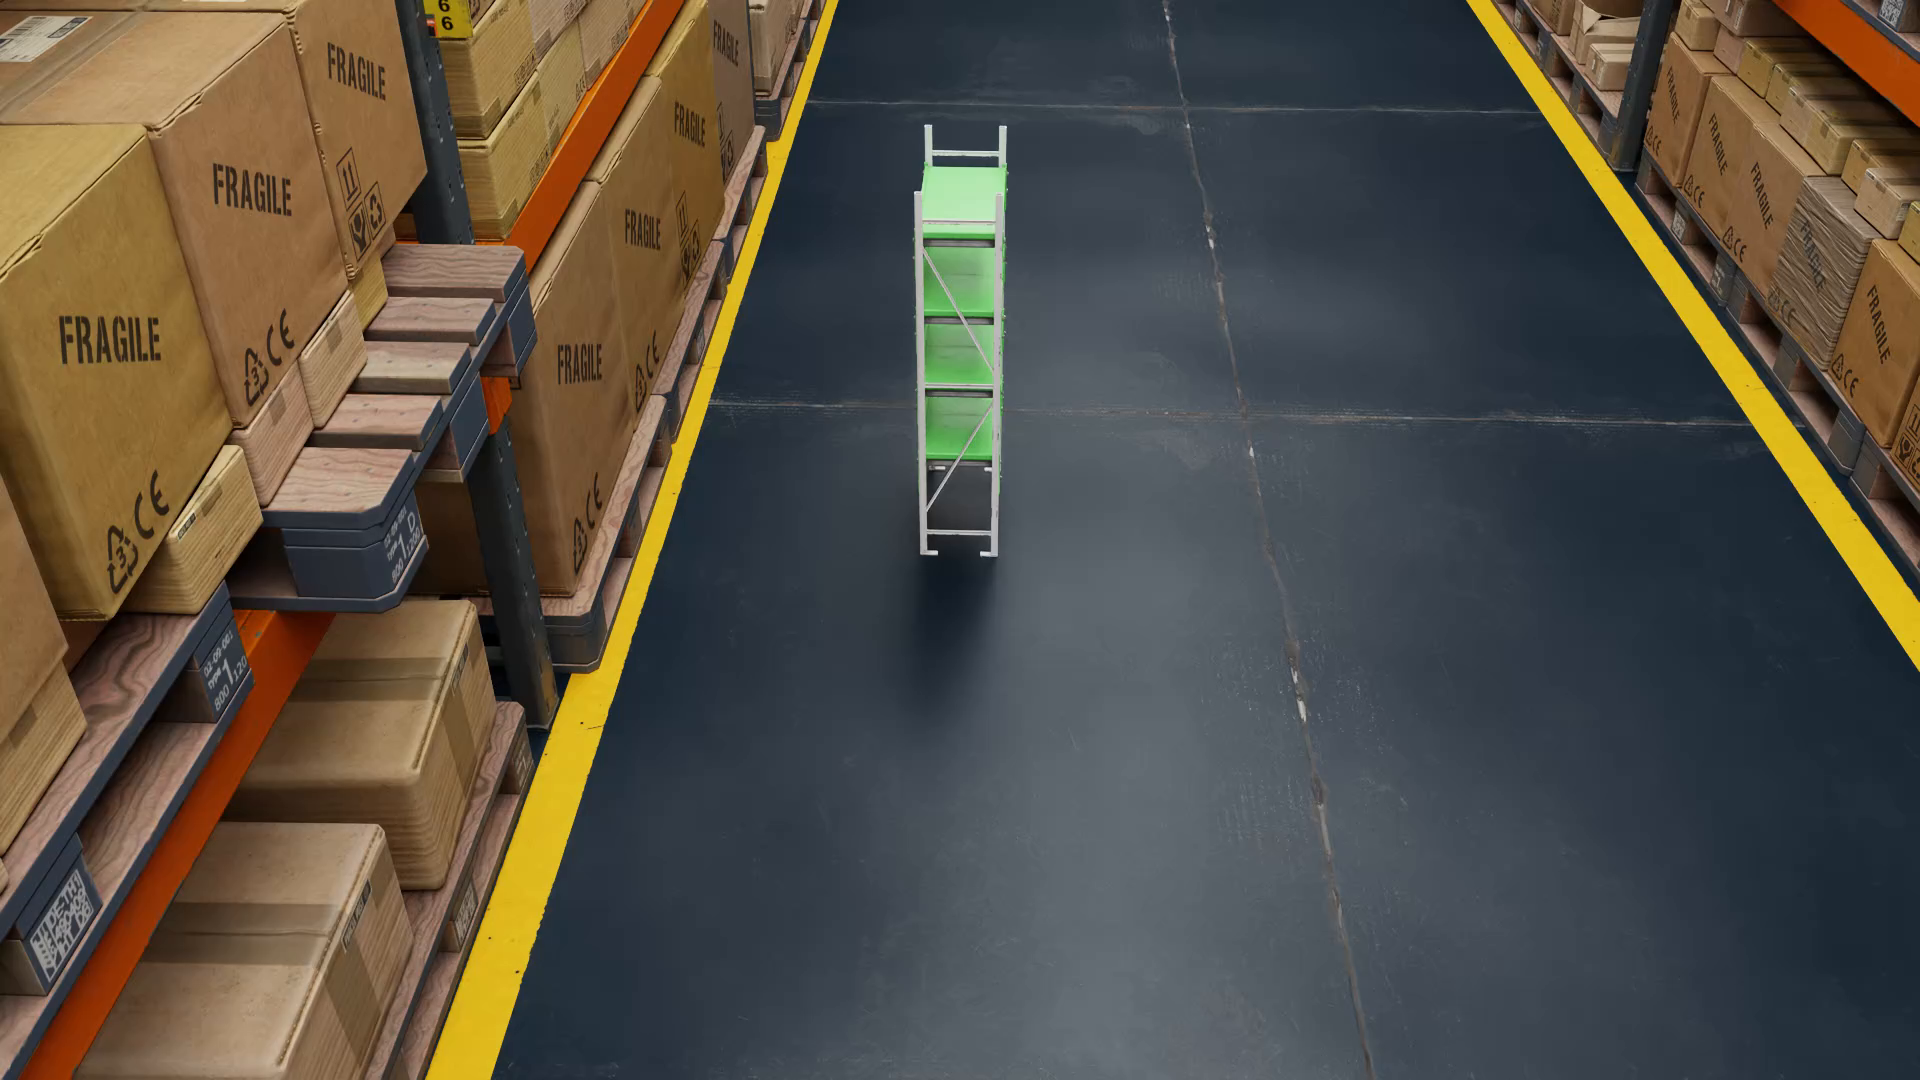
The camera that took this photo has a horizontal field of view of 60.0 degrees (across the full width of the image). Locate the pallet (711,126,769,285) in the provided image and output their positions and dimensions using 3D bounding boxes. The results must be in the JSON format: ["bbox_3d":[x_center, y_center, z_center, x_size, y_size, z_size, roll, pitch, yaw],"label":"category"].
[{"bbox_3d":[-1.406,-1.465,7.151,1.003,0.211,1.213,1,35,2],"label":"pallet"}]

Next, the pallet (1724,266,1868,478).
[{"bbox_3d":[3.468,-0.627,5.958,1.003,0.211,1.213,1,35,2],"label":"pallet"}]

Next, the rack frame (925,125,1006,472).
[{"bbox_3d":[0.016,-0.726,5.240,0.240,1.200,0.015,1,35,2],"label":"rack frame"}]

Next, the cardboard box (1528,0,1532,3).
[{"bbox_3d":[3.356,-3.245,9.067,0.500,0.500,0.500,2,35,3],"label":"cardboard box"}]

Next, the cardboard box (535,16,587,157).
[{"bbox_3d":[-1.337,-1.263,4.568,0.500,0.250,0.500,0,35,1],"label":"cardboard box"}]

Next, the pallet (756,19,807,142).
[{"bbox_3d":[-1.342,-2.345,8.404,1.003,0.211,1.213,1,35,2],"label":"pallet"}]

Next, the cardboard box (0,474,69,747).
[{"bbox_3d":[-1.404,0.081,1.815,0.500,0.500,0.500,0,35,0],"label":"cardboard box"}]

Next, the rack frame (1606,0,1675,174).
[{"bbox_3d":[3.509,-2.939,6.823,1.000,3.000,0.127,1,35,2],"label":"rack frame"}]

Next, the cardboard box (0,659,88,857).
[{"bbox_3d":[-1.372,0.264,2.119,0.380,0.149,0.250,0,35,0],"label":"cardboard box"}]

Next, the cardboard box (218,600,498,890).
[{"bbox_3d":[-1.644,0.475,3.886,0.950,0.372,0.625,-1,35,-1],"label":"cardboard box"}]

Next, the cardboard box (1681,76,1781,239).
[{"bbox_3d":[3.253,-1.509,6.597,0.500,0.500,0.500,1,35,1],"label":"cardboard box"}]

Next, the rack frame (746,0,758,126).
[{"bbox_3d":[-1.451,-3.051,6.983,1.000,3.000,0.127,1,35,2],"label":"rack frame"}]

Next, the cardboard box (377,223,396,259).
[{"bbox_3d":[-1.389,-0.628,3.389,0.380,0.149,0.250,3,35,4],"label":"cardboard box"}]

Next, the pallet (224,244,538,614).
[{"bbox_3d":[-1.533,-0.263,3.182,1.213,0.211,1.003,1,35,2],"label":"pallet"}]

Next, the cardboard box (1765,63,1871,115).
[{"bbox_3d":[3.299,-1.687,6.286,0.380,0.149,0.250,1,35,1],"label":"cardboard box"}]

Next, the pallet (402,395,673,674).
[{"bbox_3d":[-1.504,-0.063,5.157,1.003,0.211,1.213,1,35,2],"label":"pallet"}]

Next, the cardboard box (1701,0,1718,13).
[{"bbox_3d":[3.290,-2.274,6.862,0.380,0.149,0.250,1,35,1],"label":"cardboard box"}]

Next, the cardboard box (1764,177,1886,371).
[{"bbox_3d":[3.202,-0.925,5.765,0.500,0.500,0.500,0,35,0],"label":"cardboard box"}]

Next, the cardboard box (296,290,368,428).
[{"bbox_3d":[-1.293,-0.327,2.960,0.380,0.149,0.250,1,35,1],"label":"cardboard box"}]

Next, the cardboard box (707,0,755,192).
[{"bbox_3d":[-1.396,-1.996,6.964,0.875,0.875,0.875,2,35,3],"label":"cardboard box"}]

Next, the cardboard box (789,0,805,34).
[{"bbox_3d":[-1.283,-3.047,8.840,0.875,0.438,0.875,0,35,0],"label":"cardboard box"}]

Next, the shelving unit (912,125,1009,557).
[{"bbox_3d":[0.007,-0.586,5.040,0.258,1.200,0.503,1,35,2],"label":"shelving unit"}]

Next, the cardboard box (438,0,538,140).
[{"bbox_3d":[-1.344,-1.182,4.018,0.500,0.250,0.500,1,35,2],"label":"cardboard box"}]

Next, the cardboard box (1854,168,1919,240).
[{"bbox_3d":[3.197,-1.106,5.459,0.380,0.149,0.250,0,35,0],"label":"cardboard box"}]

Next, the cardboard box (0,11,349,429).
[{"bbox_3d":[-1.362,-0.523,2.674,0.500,0.500,0.500,1,35,1],"label":"cardboard box"}]

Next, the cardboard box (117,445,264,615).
[{"bbox_3d":[-1.308,-0.024,2.529,0.380,0.149,0.250,2,35,3],"label":"cardboard box"}]

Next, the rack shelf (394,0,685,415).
[{"bbox_3d":[-1.531,-1.608,5.555,1.077,0.370,4.000,1,35,2],"label":"rack shelf"}]

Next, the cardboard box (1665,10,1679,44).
[{"bbox_3d":[3.789,-2.567,8.409,0.380,0.149,0.250,1,35,1],"label":"cardboard box"}]

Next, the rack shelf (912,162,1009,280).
[{"bbox_3d":[0.007,-0.926,4.801,0.258,0.148,0.480,1,35,2],"label":"rack shelf"}]

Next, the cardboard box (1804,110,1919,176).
[{"bbox_3d":[3.239,-1.402,5.880,0.380,0.149,0.250,3,35,4],"label":"cardboard box"}]

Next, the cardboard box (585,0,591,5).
[{"bbox_3d":[-1.290,-1.765,4.848,0.500,0.250,0.500,1,35,2],"label":"cardboard box"}]

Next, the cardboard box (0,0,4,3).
[{"bbox_3d":[-1.861,-0.834,3.118,0.500,0.500,0.500,0,35,1],"label":"cardboard box"}]

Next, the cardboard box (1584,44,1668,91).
[{"bbox_3d":[3.238,-2.271,7.987,0.380,0.149,0.250,0,35,0],"label":"cardboard box"}]

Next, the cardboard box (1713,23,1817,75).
[{"bbox_3d":[3.295,-1.992,6.721,0.380,0.149,0.250,0,35,1],"label":"cardboard box"}]

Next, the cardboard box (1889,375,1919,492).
[{"bbox_3d":[3.181,-0.325,4.912,0.500,0.500,0.500,1,35,1],"label":"cardboard box"}]

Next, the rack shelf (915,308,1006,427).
[{"bbox_3d":[0.007,-0.534,5.077,0.258,0.148,0.480,1,35,2],"label":"rack shelf"}]

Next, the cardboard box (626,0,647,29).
[{"bbox_3d":[-1.294,-1.847,5.400,0.500,0.250,0.500,1,35,2],"label":"cardboard box"}]

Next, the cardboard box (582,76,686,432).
[{"bbox_3d":[-1.460,-0.963,5.494,0.875,0.875,0.875,2,35,2],"label":"cardboard box"}]

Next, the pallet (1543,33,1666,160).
[{"bbox_3d":[3.538,-2.192,8.186,1.003,0.211,1.213,1,35,2],"label":"pallet"}]
